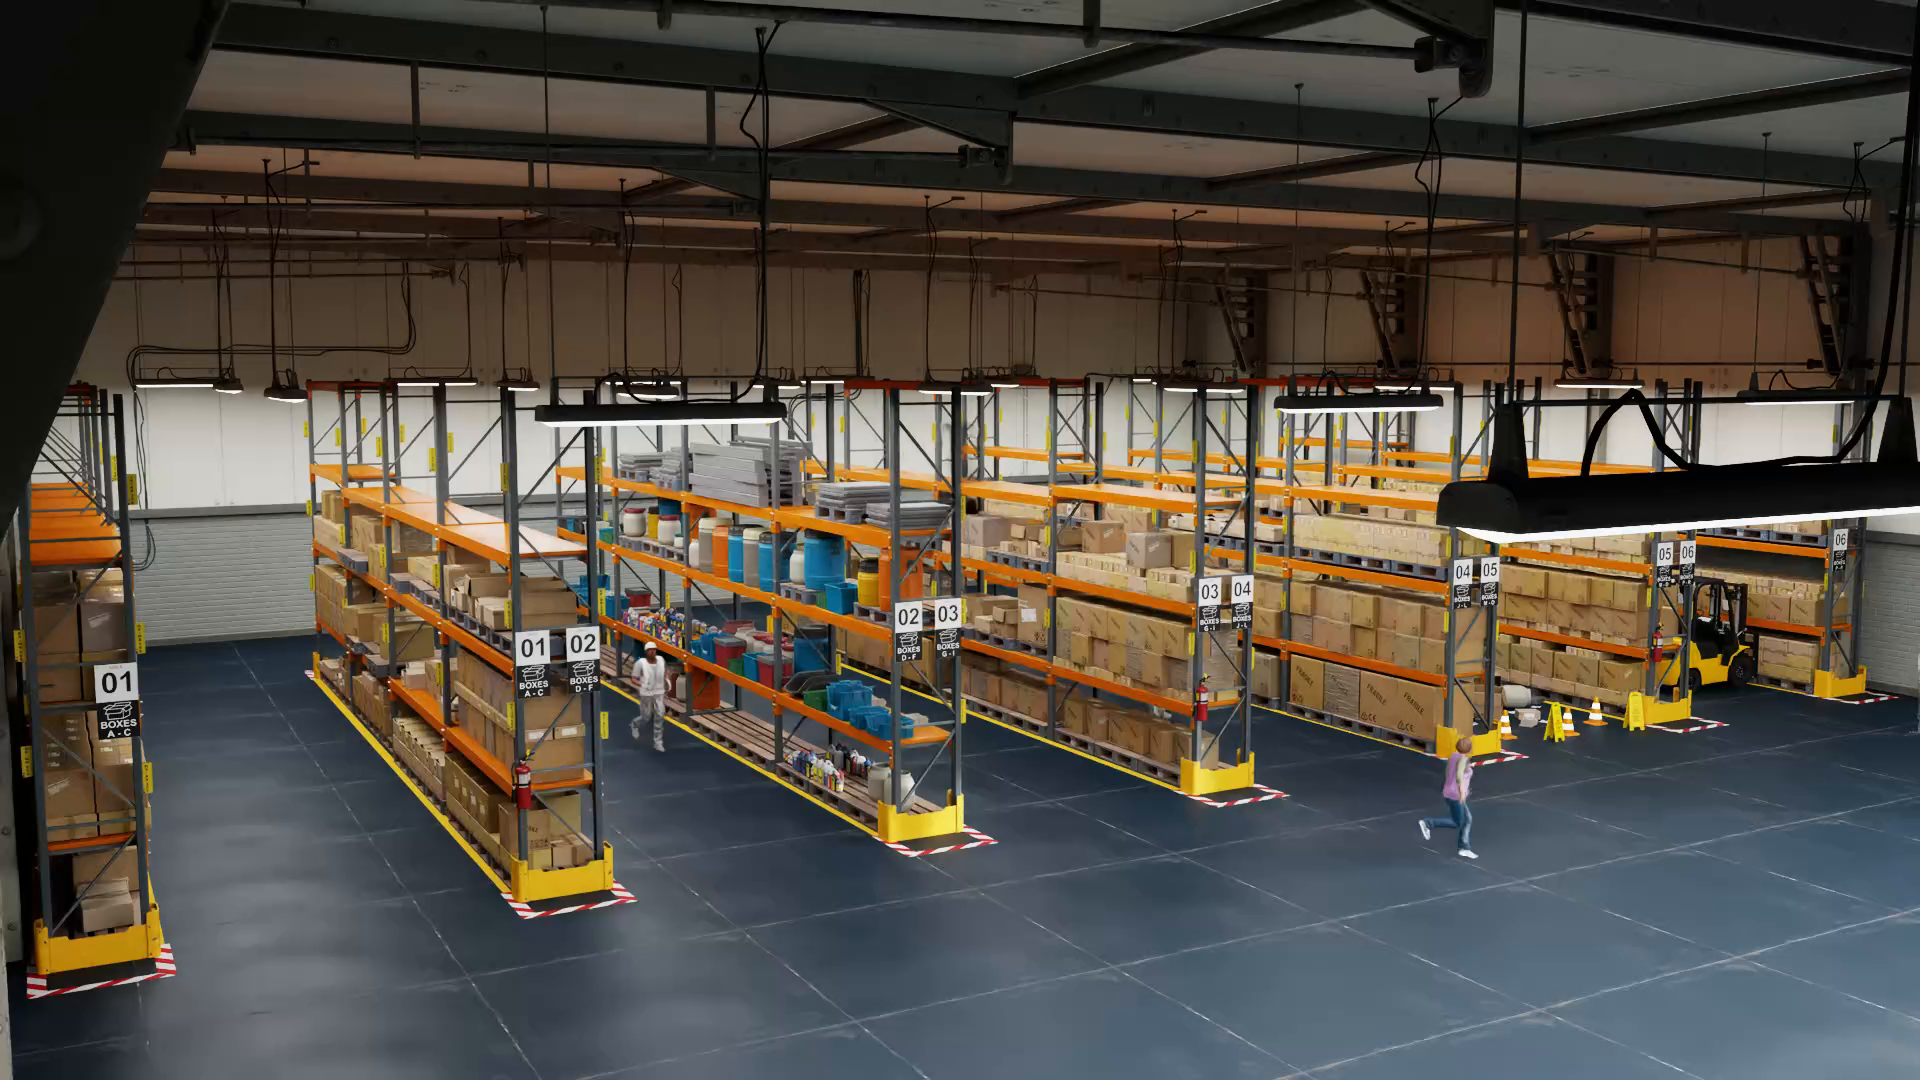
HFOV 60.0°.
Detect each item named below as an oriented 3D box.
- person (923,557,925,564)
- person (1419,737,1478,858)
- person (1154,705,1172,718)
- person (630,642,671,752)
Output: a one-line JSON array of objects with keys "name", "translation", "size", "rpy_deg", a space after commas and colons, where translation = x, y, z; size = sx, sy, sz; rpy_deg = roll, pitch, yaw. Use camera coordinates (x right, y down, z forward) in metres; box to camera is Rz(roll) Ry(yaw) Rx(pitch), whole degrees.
[{"name": "person", "translation": [-0.941, 1.191, 40.613], "size": [0.660, 1.677, 0.587], "rpy_deg": [-2, 6, -15]}, {"name": "person", "translation": [6.288, 3.312, 21.359], "size": [0.767, 1.576, 0.551], "rpy_deg": [0, 6, 4]}, {"name": "person", "translation": [3.747, 2.313, 29.586], "size": [0.686, 1.748, 0.665], "rpy_deg": [-4, 7, -32]}, {"name": "person", "translation": [-5.091, 2.547, 27.387], "size": [0.691, 1.782, 0.930], "rpy_deg": [-4, 7, -32]}]
